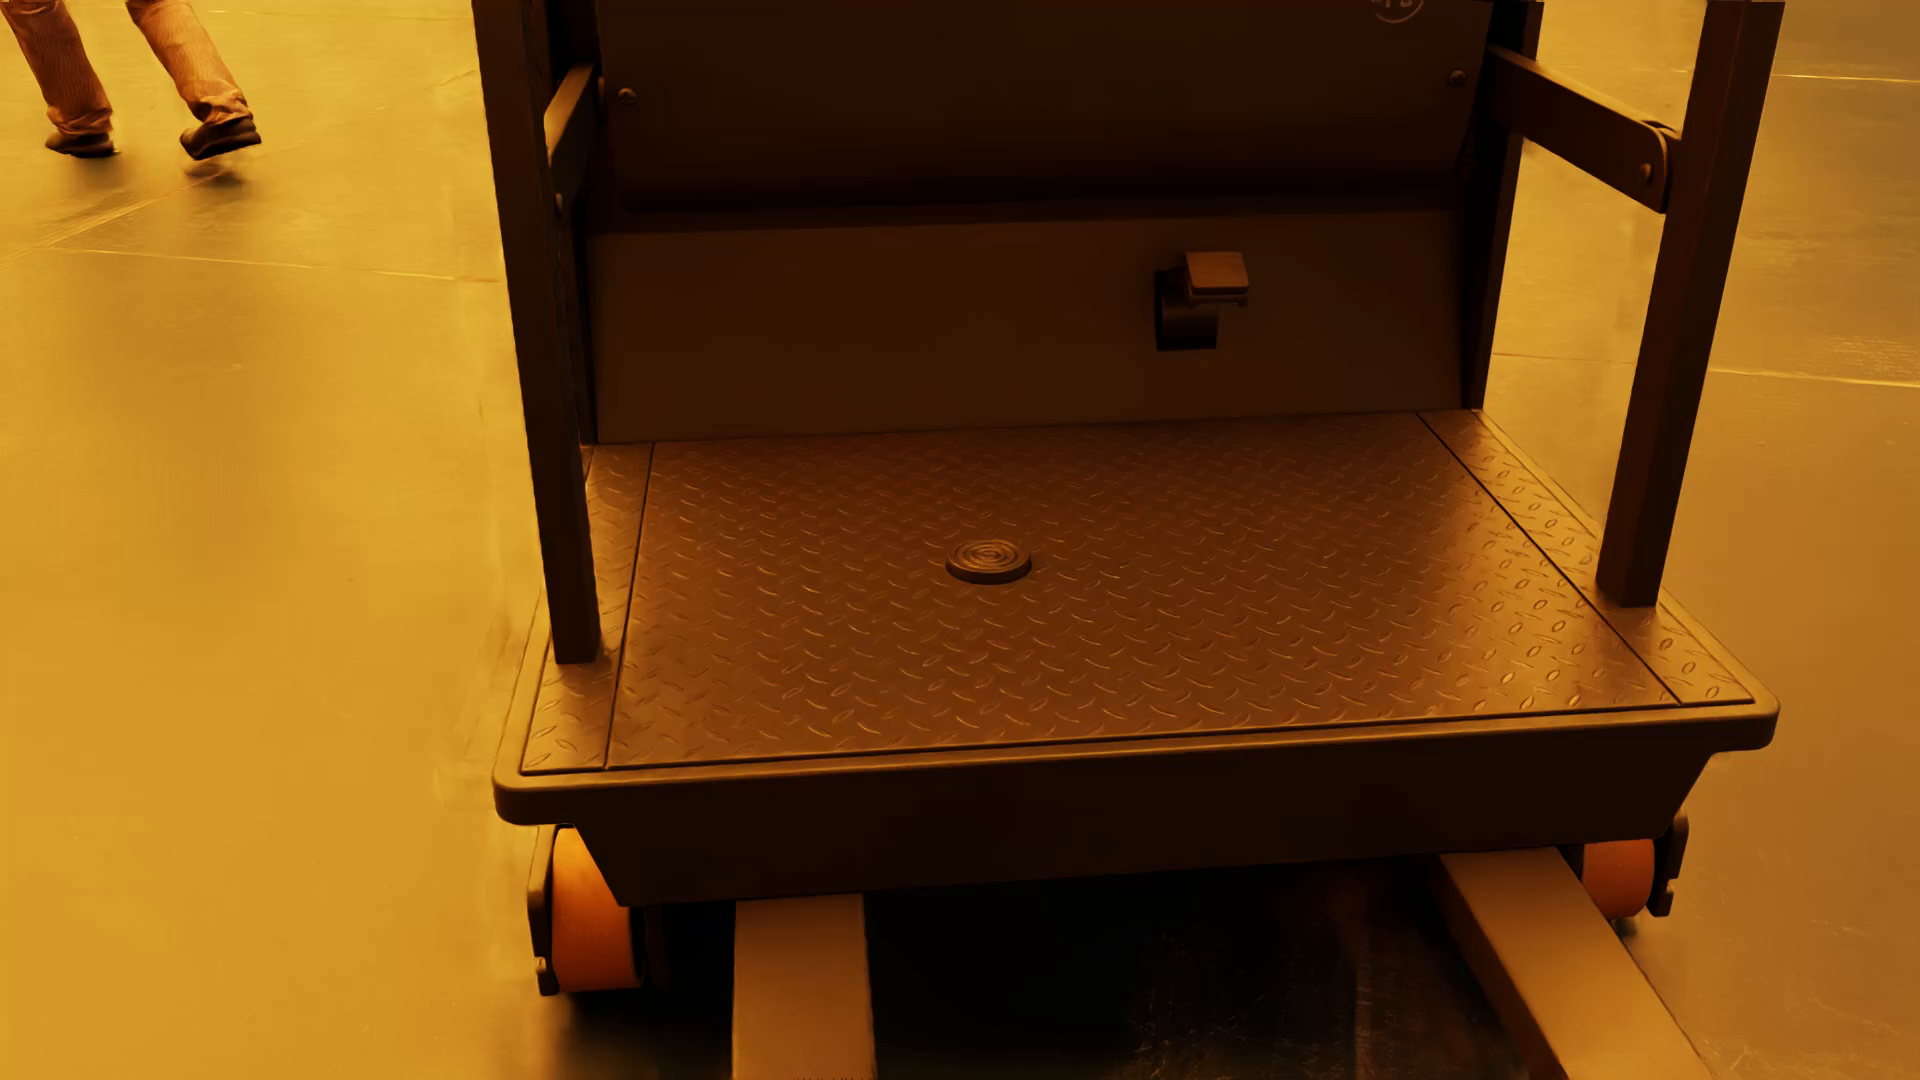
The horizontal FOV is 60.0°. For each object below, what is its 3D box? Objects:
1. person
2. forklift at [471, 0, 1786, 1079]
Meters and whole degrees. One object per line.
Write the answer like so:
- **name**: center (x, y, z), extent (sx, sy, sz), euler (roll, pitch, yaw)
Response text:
- **person**: center (-2.227, -1.737, 4.167), extent (0.902, 1.640, 0.560), euler (14, 30, 25)
- **forklift**: center (0.118, -1.030, 1.288), extent (1.130, 2.935, 3.031), euler (-3, 27, -5)
